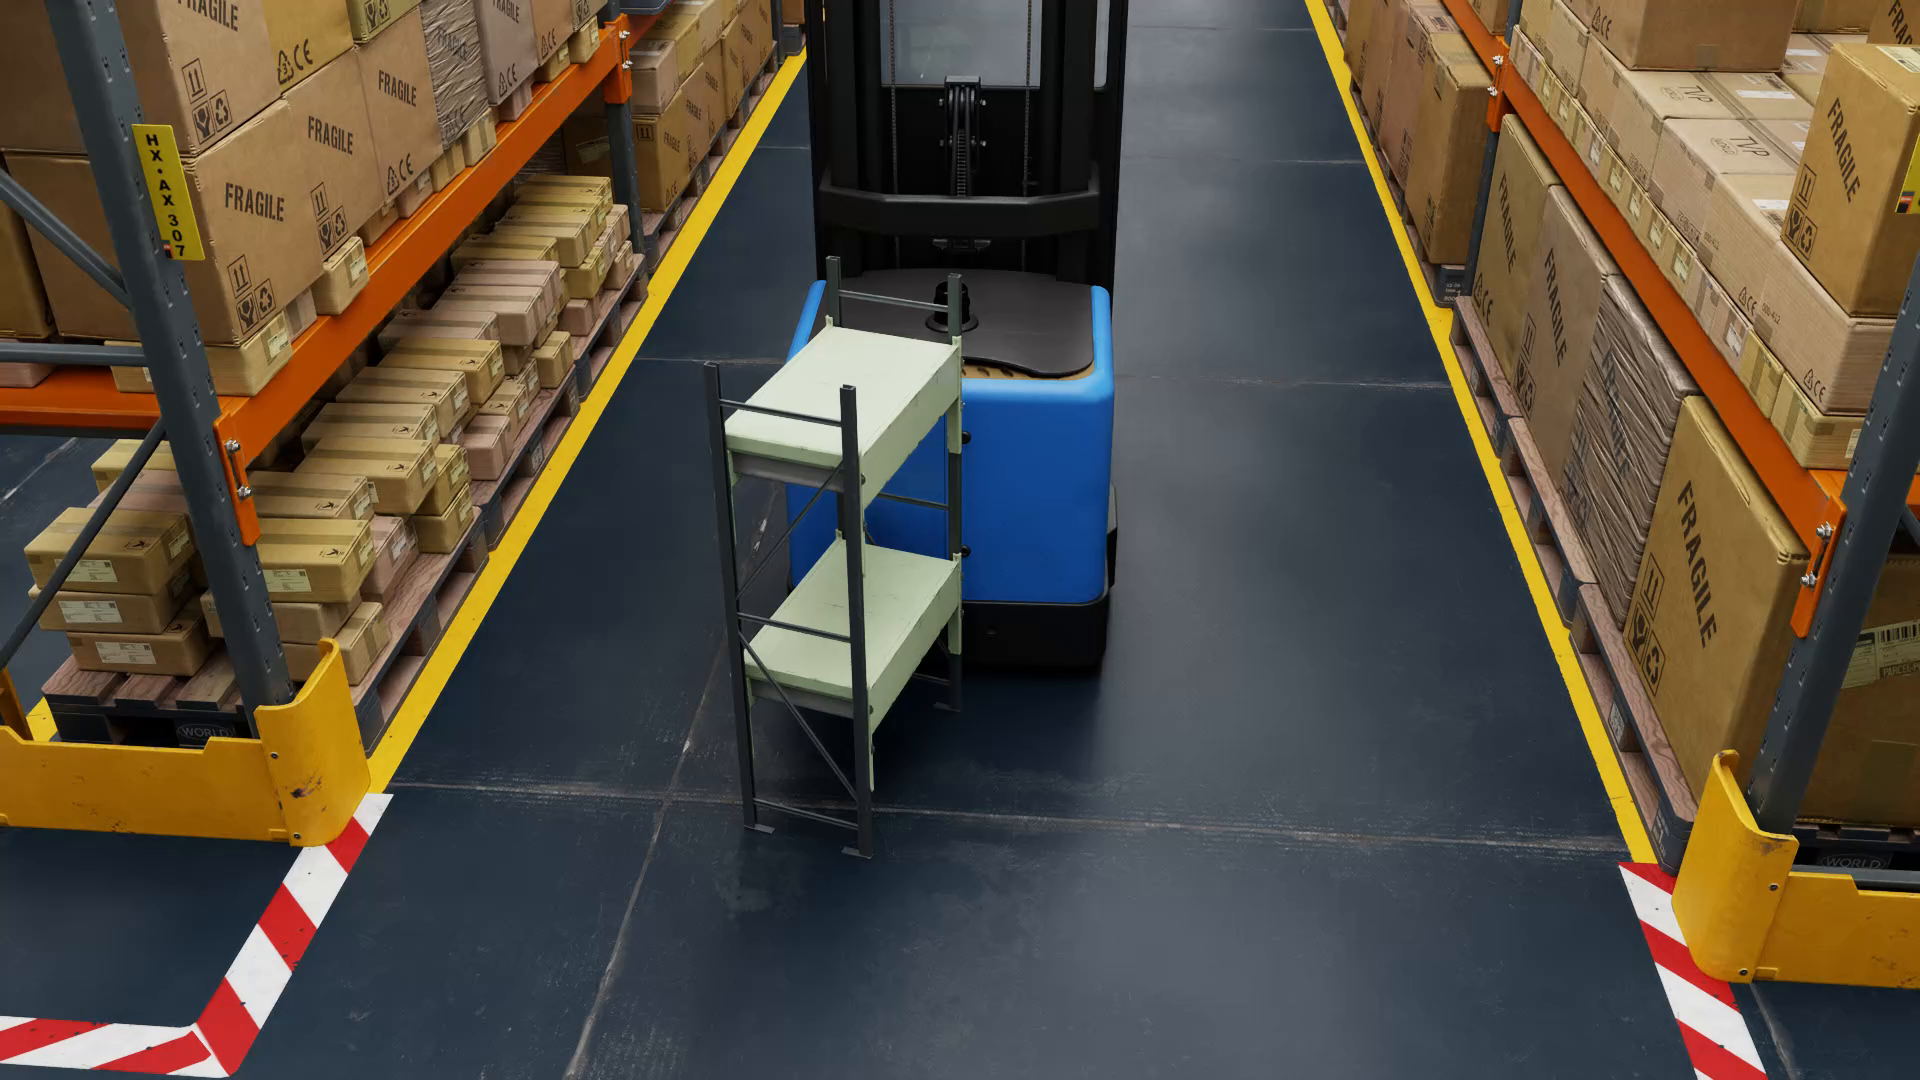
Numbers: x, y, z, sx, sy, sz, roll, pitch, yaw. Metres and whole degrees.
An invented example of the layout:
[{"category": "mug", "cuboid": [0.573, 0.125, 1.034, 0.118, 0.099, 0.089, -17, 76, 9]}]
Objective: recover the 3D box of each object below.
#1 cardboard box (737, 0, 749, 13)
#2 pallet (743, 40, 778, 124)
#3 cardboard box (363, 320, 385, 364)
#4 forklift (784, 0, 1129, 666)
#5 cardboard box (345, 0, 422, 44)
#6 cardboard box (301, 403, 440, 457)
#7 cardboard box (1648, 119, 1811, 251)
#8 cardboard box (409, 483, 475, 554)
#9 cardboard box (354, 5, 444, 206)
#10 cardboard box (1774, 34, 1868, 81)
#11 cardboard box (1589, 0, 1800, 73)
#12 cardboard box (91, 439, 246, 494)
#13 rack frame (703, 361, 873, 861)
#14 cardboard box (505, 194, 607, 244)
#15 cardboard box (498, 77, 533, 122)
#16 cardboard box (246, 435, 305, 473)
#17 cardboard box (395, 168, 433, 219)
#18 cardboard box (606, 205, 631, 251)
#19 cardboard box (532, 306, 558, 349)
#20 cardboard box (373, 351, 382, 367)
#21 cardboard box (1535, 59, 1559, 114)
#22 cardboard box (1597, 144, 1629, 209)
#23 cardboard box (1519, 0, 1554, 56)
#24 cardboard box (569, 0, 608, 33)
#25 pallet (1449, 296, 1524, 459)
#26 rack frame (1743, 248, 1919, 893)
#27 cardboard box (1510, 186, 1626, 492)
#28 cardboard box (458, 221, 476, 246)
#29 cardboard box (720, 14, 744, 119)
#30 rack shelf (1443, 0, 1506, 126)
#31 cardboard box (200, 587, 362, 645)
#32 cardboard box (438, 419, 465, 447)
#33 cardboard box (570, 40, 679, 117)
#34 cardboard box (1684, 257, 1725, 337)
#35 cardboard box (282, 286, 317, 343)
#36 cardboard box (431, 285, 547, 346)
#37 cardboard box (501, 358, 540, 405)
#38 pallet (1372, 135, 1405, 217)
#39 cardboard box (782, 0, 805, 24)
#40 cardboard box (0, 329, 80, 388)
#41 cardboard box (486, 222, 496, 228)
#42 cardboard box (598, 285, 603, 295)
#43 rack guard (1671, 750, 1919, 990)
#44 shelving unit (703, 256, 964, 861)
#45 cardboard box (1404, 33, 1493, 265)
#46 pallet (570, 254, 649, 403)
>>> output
[{"category": "cardboard box", "cuboid": [-1.561, -3.445, 10.249, 0.500, 0.250, 0.500, 3, 32, 5]}, {"category": "pallet", "cuboid": [-1.801, -3.049, 10.996, 1.003, 0.211, 1.213, 2, 32, 4]}, {"category": "cardboard box", "cuboid": [-2.449, -0.784, 6.413, 0.380, 0.149, 0.250, 3, 32, 4]}, {"category": "forklift", "cuboid": [0.034, -1.578, 6.017, 1.130, 2.935, 3.031, 2, 32, 3]}, {"category": "cardboard box", "cuboid": [-1.987, -1.815, 5.004, 0.500, 0.500, 0.500, 2, 32, 3]}, {"category": "cardboard box", "cuboid": [-2.018, -0.348, 5.705, 0.380, 0.149, 0.250, 1, 32, 2]}, {"category": "cardboard box", "cuboid": [2.406, -1.055, 4.963, 0.500, 0.250, 0.500, 1, 32, 2]}, {"category": "cardboard box", "cuboid": [-1.942, -0.086, 5.848, 0.380, 0.149, 0.250, 3, 32, 5]}, {"category": "cardboard box", "cuboid": [-2.005, -1.390, 5.268, 0.500, 0.500, 0.500, 3, 32, 5]}, {"category": "cardboard box", "cuboid": [3.018, -1.571, 5.800, 0.500, 0.250, 0.500, 3, 32, 5]}, {"category": "cardboard box", "cuboid": [2.494, -1.901, 5.621, 0.500, 0.500, 0.500, 1, 32, 2]}, {"category": "cardboard box", "cuboid": [-2.625, -0.237, 5.526, 0.380, 0.149, 0.250, 2, 32, 3]}, {"category": "rack frame", "cuboid": [-0.441, 0.238, 4.435, 0.400, 1.500, 0.023, 11, 33, 17]}, {"category": "cardboard box", "cuboid": [-1.812, -1.439, 7.476, 0.380, 0.149, 0.250, 3, 32, 5]}, {"category": "cardboard box", "cuboid": [-1.883, -1.733, 6.442, 0.380, 0.149, 0.250, 1, 32, 2]}, {"category": "cardboard box", "cuboid": [-2.464, -0.249, 5.829, 0.380, 0.149, 0.250, 2, 32, 3]}, {"category": "cardboard box", "cuboid": [-2.000, -1.193, 5.566, 0.380, 0.149, 0.250, 2, 32, 3]}, {"category": "cardboard box", "cuboid": [-1.770, -1.466, 7.804, 0.380, 0.149, 0.250, 3, 32, 5]}, {"category": "cardboard box", "cuboid": [-1.904, -0.922, 6.921, 0.380, 0.149, 0.250, 3, 32, 5]}, {"category": "cardboard box", "cuboid": [-2.480, -0.791, 6.707, 0.380, 0.149, 0.250, 2, 32, 4]}, {"category": "cardboard box", "cuboid": [2.476, -1.766, 6.495, 0.380, 0.149, 0.250, 3, 32, 6]}, {"category": "cardboard box", "cuboid": [2.393, -1.226, 5.619, 0.380, 0.149, 0.250, 2, 32, 3]}, {"category": "cardboard box", "cuboid": [2.574, -2.116, 6.685, 0.500, 0.250, 0.500, 2, 32, 3]}, {"category": "cardboard box", "cuboid": [-1.819, -2.457, 6.999, 0.500, 0.500, 0.500, 3, 32, 4]}, {"category": "pallet", "cuboid": [2.734, -0.707, 7.196, 1.003, 0.211, 1.213, 2, 32, 4]}, {"category": "rack frame", "cuboid": [2.548, -0.197, 3.710, 1.000, 3.000, 0.127, 2, 32, 4]}, {"category": "cardboard box", "cuboid": [2.667, -0.750, 6.233, 0.875, 0.875, 0.875, 2, 32, 4]}, {"category": "cardboard box", "cuboid": [-2.349, -1.324, 7.289, 0.380, 0.149, 0.250, 2, 32, 3]}, {"category": "cardboard box", "cuboid": [-1.602, -2.855, 10.006, 0.500, 0.500, 0.500, 1, 32, 2]}, {"category": "rack shelf", "cuboid": [3.037, -3.028, 8.990, 1.077, 0.370, 4.000, 2, 32, 4]}, {"category": "cardboard box", "cuboid": [-2.089, 0.184, 5.126, 0.380, 0.149, 0.250, 4, 32, 6]}, {"category": "cardboard box", "cuboid": [-2.022, -0.361, 6.010, 0.380, 0.149, 0.250, 1, 32, 2]}, {"category": "cardboard box", "cuboid": [-1.738, -2.362, 8.491, 0.500, 0.250, 0.500, 1, 32, 2]}, {"category": "cardboard box", "cuboid": [2.311, -0.688, 4.747, 0.380, 0.149, 0.250, 3, 32, 5]}, {"category": "cardboard box", "cuboid": [-2.055, -0.645, 4.676, 0.380, 0.149, 0.250, 4, 32, 6]}, {"category": "cardboard box", "cuboid": [-1.864, -0.889, 6.583, 0.380, 0.149, 0.250, 1, 32, 2]}, {"category": "cardboard box", "cuboid": [-1.926, -0.624, 6.720, 0.380, 0.149, 0.250, 3, 32, 5]}, {"category": "pallet", "cuboid": [2.958, -2.147, 9.533, 1.003, 0.211, 1.213, 2, 32, 4]}, {"category": "cardboard box", "cuboid": [-1.597, -4.180, 11.918, 1.050, 0.750, 0.750, 2, 32, 3]}, {"category": "cardboard box", "cuboid": [-2.642, -0.537, 4.502, 0.380, 0.149, 0.250, 2, 32, 4]}, {"category": "cardboard box", "cuboid": [-2.410, -1.469, 7.808, 0.380, 0.149, 0.250, 4, 32, 6]}, {"category": "cardboard box", "cuboid": [-1.858, -1.166, 7.600, 0.380, 0.149, 0.250, 3, 32, 5]}, {"category": "rack guard", "cuboid": [2.546, 0.880, 4.345, 1.175, 0.500, 0.348, 2, 32, 4]}, {"category": "shelving unit", "cuboid": [-0.313, 0.058, 4.727, 0.431, 1.500, 0.755, 11, 33, 17]}, {"category": "cardboard box", "cuboid": [2.906, -1.898, 8.096, 1.225, 0.875, 0.875, 3, 32, 4]}, {"category": "pallet", "cuboid": [-2.081, -1.013, 7.693, 1.003, 0.211, 1.213, 2, 32, 4]}]
